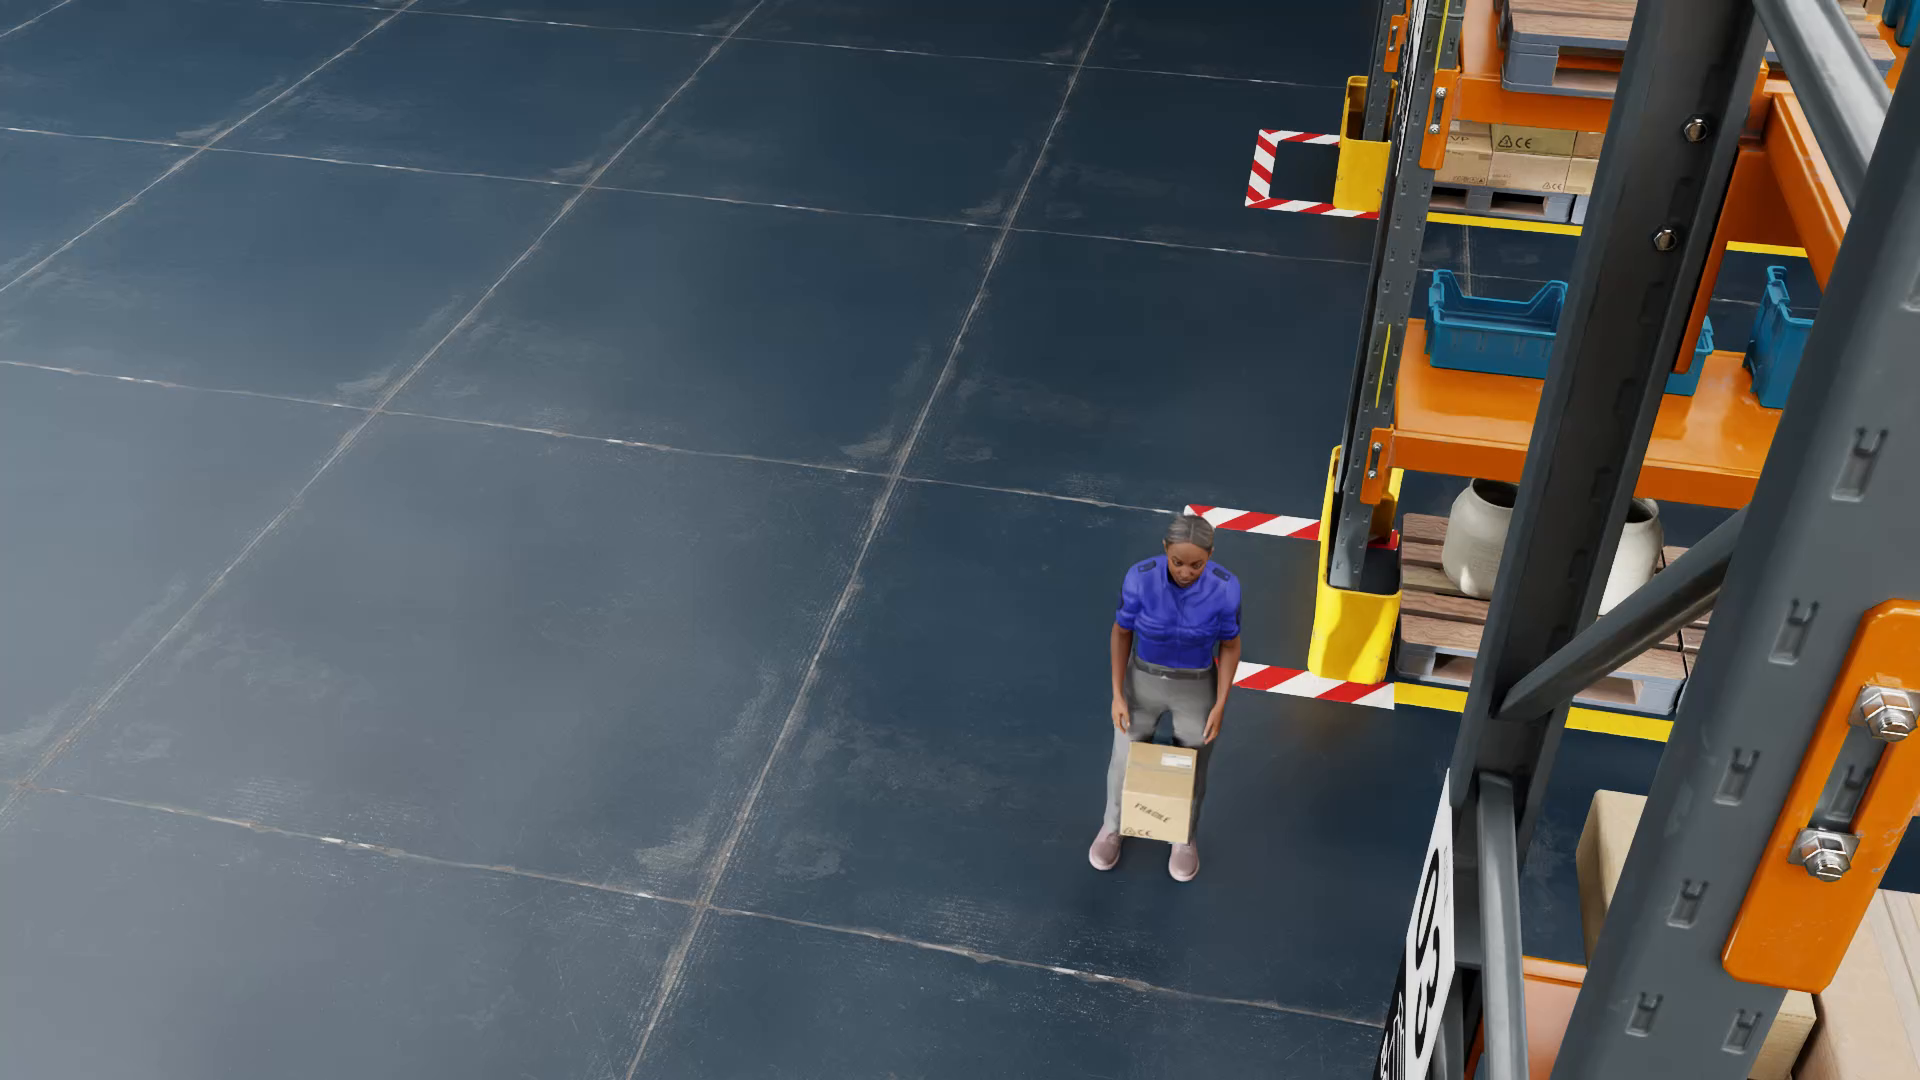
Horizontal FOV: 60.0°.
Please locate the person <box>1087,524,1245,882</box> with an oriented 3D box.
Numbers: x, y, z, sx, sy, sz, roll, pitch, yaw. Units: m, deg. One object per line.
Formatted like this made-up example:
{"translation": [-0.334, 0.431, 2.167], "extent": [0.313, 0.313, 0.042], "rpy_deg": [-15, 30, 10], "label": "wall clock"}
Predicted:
{"translation": [0.780, 0.574, 6.201], "extent": [0.516, 1.653, 0.350], "rpy_deg": [6, 37, 8], "label": "person"}
